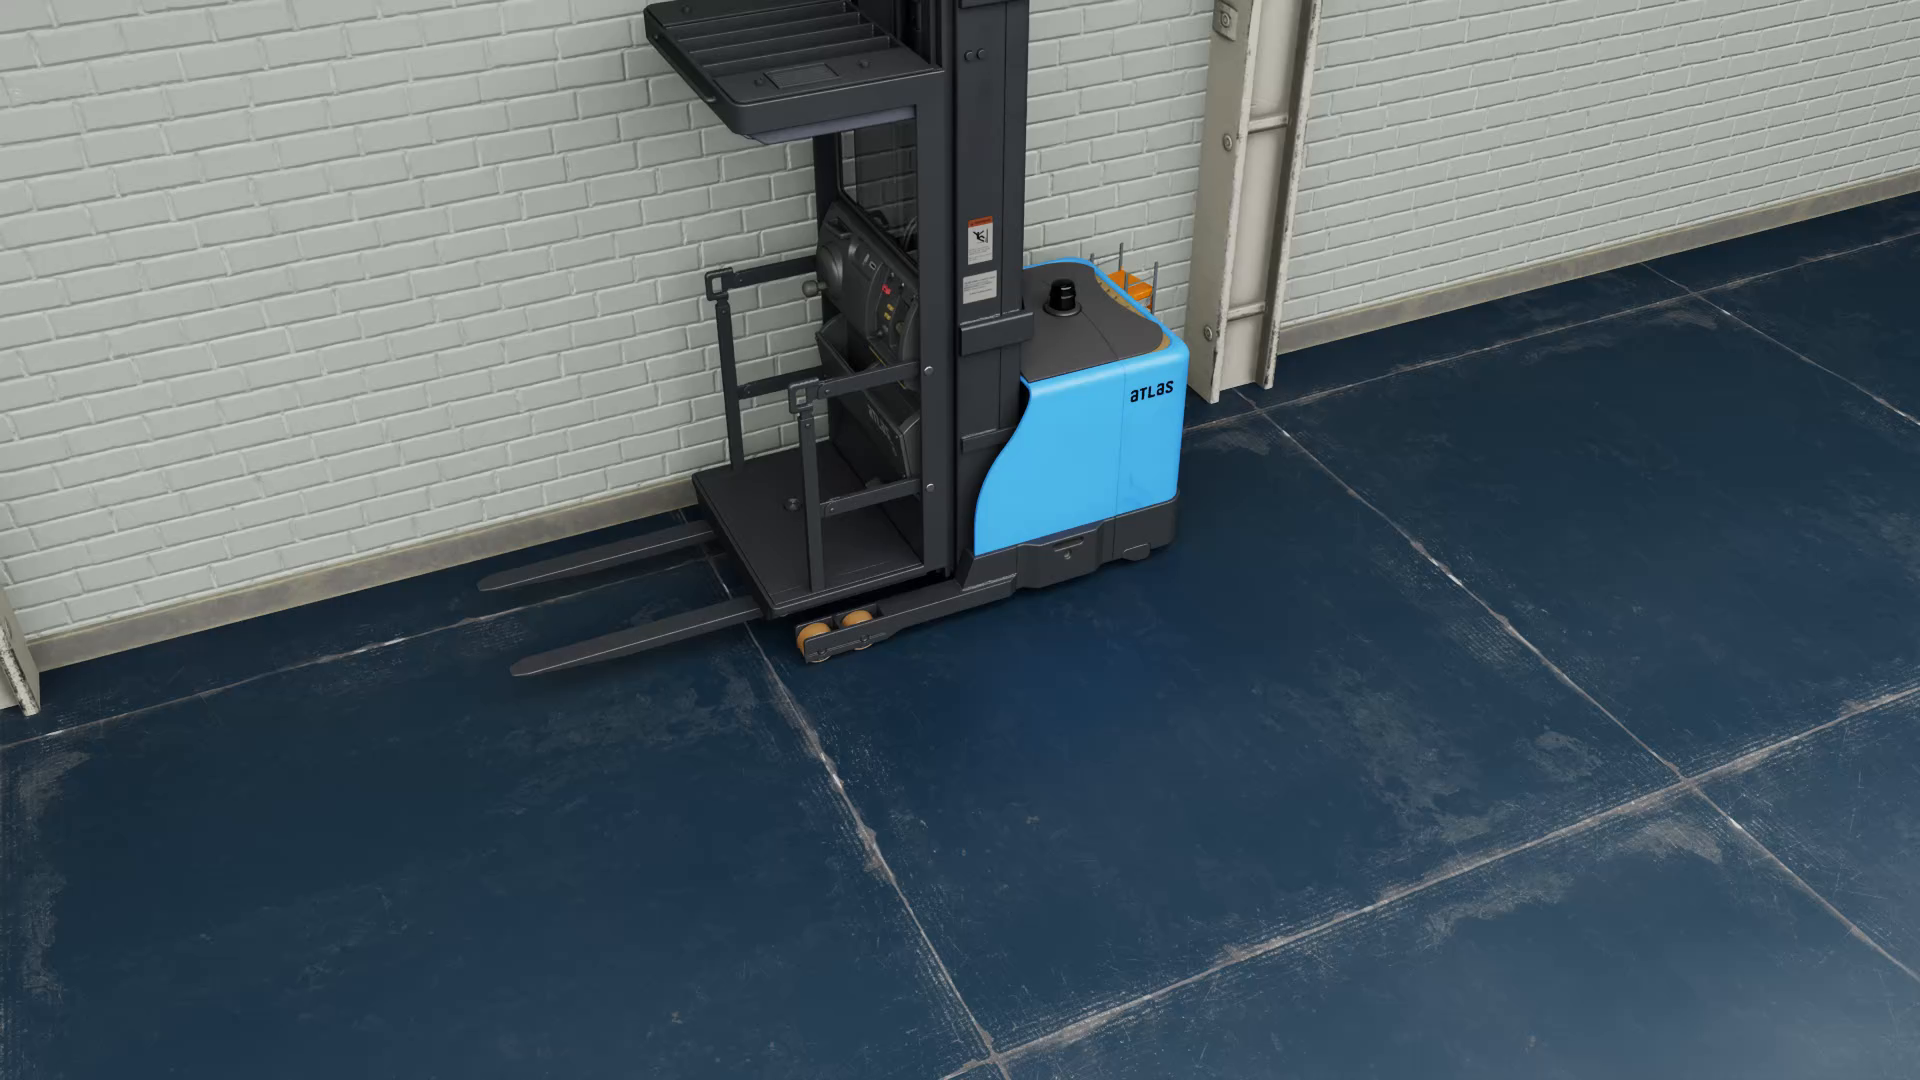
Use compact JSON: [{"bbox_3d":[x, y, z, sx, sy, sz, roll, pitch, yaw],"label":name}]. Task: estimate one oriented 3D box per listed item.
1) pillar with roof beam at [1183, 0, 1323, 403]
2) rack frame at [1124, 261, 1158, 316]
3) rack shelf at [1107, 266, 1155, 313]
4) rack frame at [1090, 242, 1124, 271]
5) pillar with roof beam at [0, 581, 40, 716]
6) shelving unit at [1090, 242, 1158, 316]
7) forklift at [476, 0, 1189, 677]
[{"bbox_3d":[3.253,-2.140,3.081,0.400,9.000,9.100,-16,39,-20],"label":"pillar with roof beam"},{"bbox_3d":[0.840,-0.838,7.998,0.200,1.050,0.008,-24,43,-29],"label":"rack frame"},{"bbox_3d":[0.767,-1.116,7.914,0.215,0.259,0.240,-24,43,-29],"label":"rack shelf"},{"bbox_3d":[0.694,-0.954,8.155,0.200,1.050,0.008,-24,43,-29],"label":"rack frame"},{"bbox_3d":[-2.179,-0.621,1.033,0.400,9.000,9.100,-16,39,-20],"label":"pillar with roof beam"},{"bbox_3d":[0.767,-0.896,8.077,0.215,1.050,0.252,-24,43,-29],"label":"shelving unit"},{"bbox_3d":[-0.563,-1.019,6.663,3.031,2.935,1.130,-16,39,-20],"label":"forklift"}]
